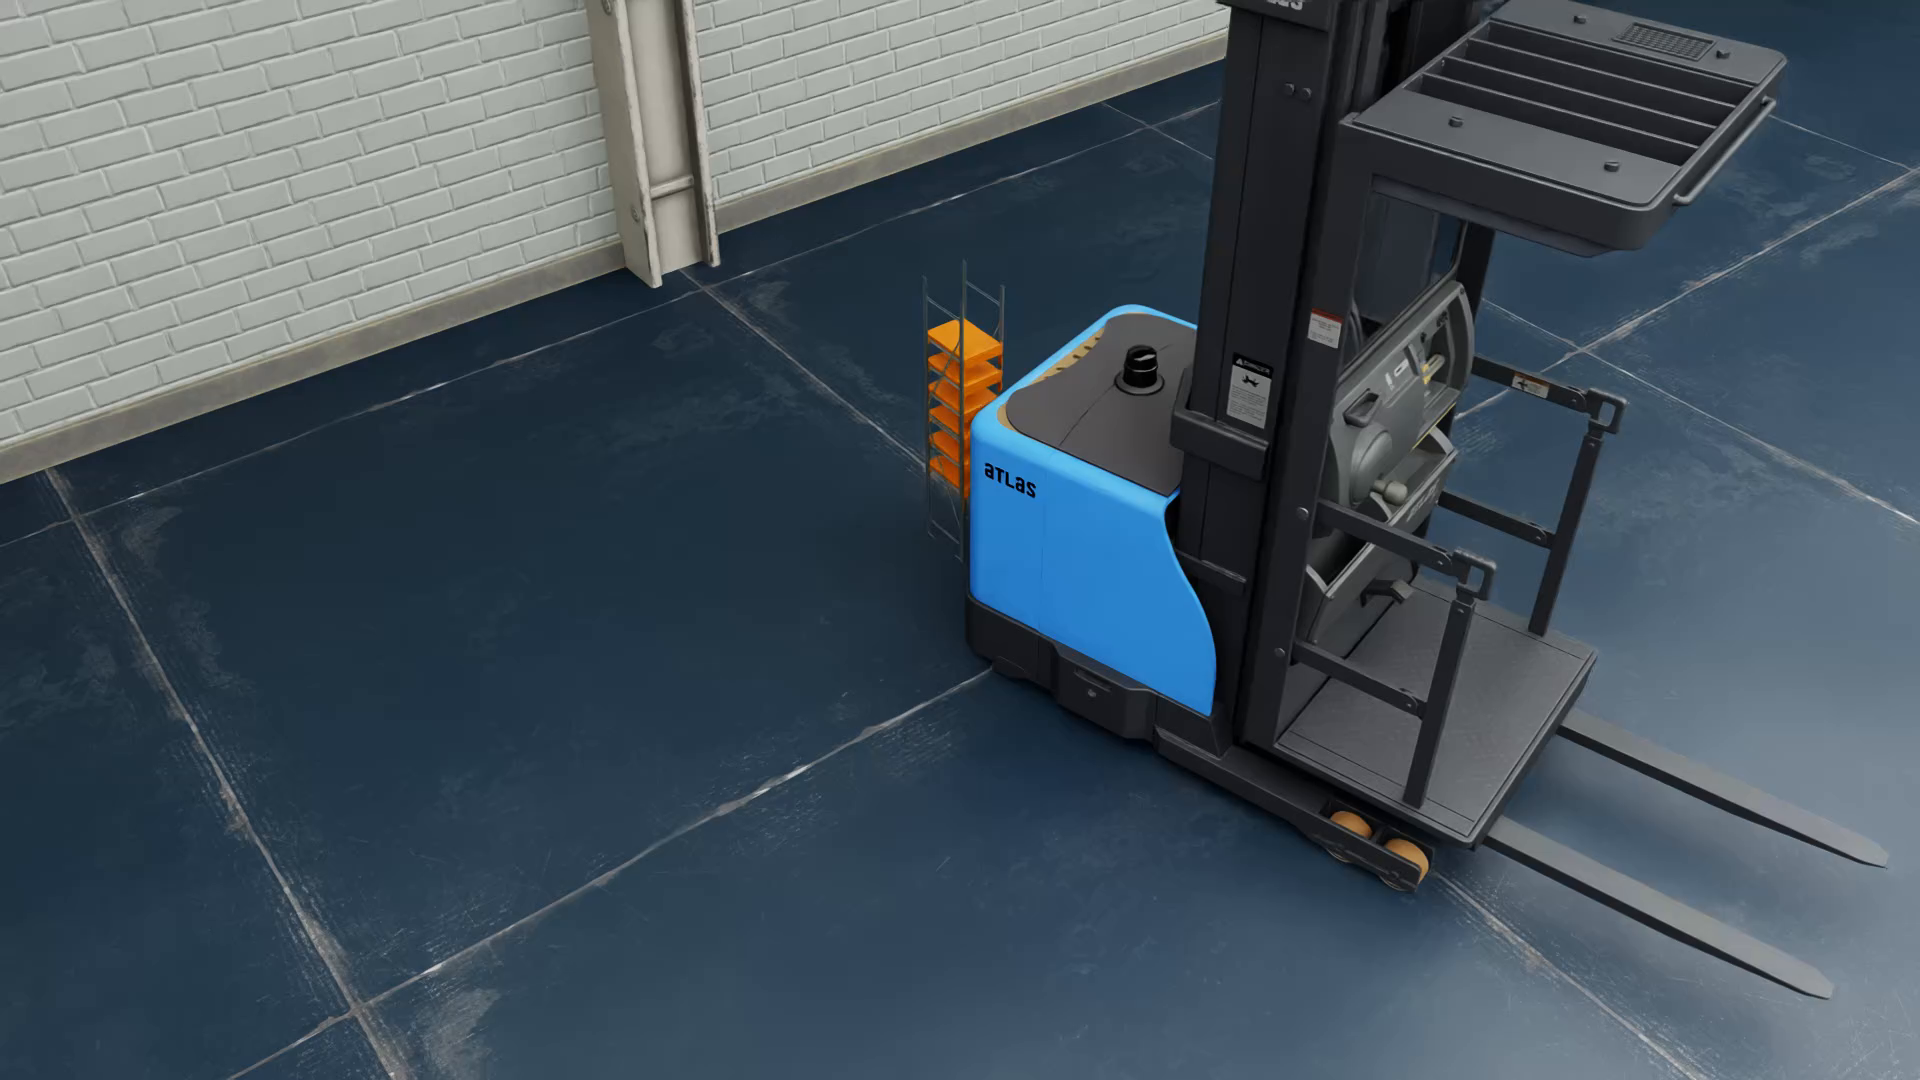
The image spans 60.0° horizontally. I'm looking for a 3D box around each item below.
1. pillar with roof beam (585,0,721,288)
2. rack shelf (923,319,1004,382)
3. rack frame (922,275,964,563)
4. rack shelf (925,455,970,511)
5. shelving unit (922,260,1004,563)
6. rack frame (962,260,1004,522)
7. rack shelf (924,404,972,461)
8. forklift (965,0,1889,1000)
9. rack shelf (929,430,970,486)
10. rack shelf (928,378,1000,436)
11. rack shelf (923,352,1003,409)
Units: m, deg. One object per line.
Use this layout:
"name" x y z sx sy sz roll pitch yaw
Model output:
"pillar with roof beam" 1.158 -2.720 2.970 0.400 9.000 9.100 -26 46 -28
"rack shelf" 0.011 -0.713 6.176 0.180 0.103 0.258 -26 46 -28
"rack frame" -0.061 -0.434 6.333 0.006 1.200 0.240 -26 46 -28
"rack shelf" 0.011 -0.250 6.557 0.180 0.103 0.258 -26 46 -28
"shelving unit" 0.011 -0.469 6.376 0.189 1.200 0.258 -26 46 -28
"rack frame" 0.084 -0.505 6.419 0.006 1.200 0.240 -26 46 -28
"rack shelf" 0.011 -0.435 6.404 0.180 0.103 0.258 -26 46 -28
"forklift" 1.499 -0.387 4.911 3.031 2.935 1.130 26 46 28
"rack shelf" 0.011 -0.342 6.481 0.180 0.103 0.258 -26 46 -28
"rack shelf" 0.011 -0.528 6.328 0.180 0.103 0.258 -26 46 -28
"rack shelf" 0.011 -0.621 6.252 0.180 0.103 0.258 -26 46 -28
